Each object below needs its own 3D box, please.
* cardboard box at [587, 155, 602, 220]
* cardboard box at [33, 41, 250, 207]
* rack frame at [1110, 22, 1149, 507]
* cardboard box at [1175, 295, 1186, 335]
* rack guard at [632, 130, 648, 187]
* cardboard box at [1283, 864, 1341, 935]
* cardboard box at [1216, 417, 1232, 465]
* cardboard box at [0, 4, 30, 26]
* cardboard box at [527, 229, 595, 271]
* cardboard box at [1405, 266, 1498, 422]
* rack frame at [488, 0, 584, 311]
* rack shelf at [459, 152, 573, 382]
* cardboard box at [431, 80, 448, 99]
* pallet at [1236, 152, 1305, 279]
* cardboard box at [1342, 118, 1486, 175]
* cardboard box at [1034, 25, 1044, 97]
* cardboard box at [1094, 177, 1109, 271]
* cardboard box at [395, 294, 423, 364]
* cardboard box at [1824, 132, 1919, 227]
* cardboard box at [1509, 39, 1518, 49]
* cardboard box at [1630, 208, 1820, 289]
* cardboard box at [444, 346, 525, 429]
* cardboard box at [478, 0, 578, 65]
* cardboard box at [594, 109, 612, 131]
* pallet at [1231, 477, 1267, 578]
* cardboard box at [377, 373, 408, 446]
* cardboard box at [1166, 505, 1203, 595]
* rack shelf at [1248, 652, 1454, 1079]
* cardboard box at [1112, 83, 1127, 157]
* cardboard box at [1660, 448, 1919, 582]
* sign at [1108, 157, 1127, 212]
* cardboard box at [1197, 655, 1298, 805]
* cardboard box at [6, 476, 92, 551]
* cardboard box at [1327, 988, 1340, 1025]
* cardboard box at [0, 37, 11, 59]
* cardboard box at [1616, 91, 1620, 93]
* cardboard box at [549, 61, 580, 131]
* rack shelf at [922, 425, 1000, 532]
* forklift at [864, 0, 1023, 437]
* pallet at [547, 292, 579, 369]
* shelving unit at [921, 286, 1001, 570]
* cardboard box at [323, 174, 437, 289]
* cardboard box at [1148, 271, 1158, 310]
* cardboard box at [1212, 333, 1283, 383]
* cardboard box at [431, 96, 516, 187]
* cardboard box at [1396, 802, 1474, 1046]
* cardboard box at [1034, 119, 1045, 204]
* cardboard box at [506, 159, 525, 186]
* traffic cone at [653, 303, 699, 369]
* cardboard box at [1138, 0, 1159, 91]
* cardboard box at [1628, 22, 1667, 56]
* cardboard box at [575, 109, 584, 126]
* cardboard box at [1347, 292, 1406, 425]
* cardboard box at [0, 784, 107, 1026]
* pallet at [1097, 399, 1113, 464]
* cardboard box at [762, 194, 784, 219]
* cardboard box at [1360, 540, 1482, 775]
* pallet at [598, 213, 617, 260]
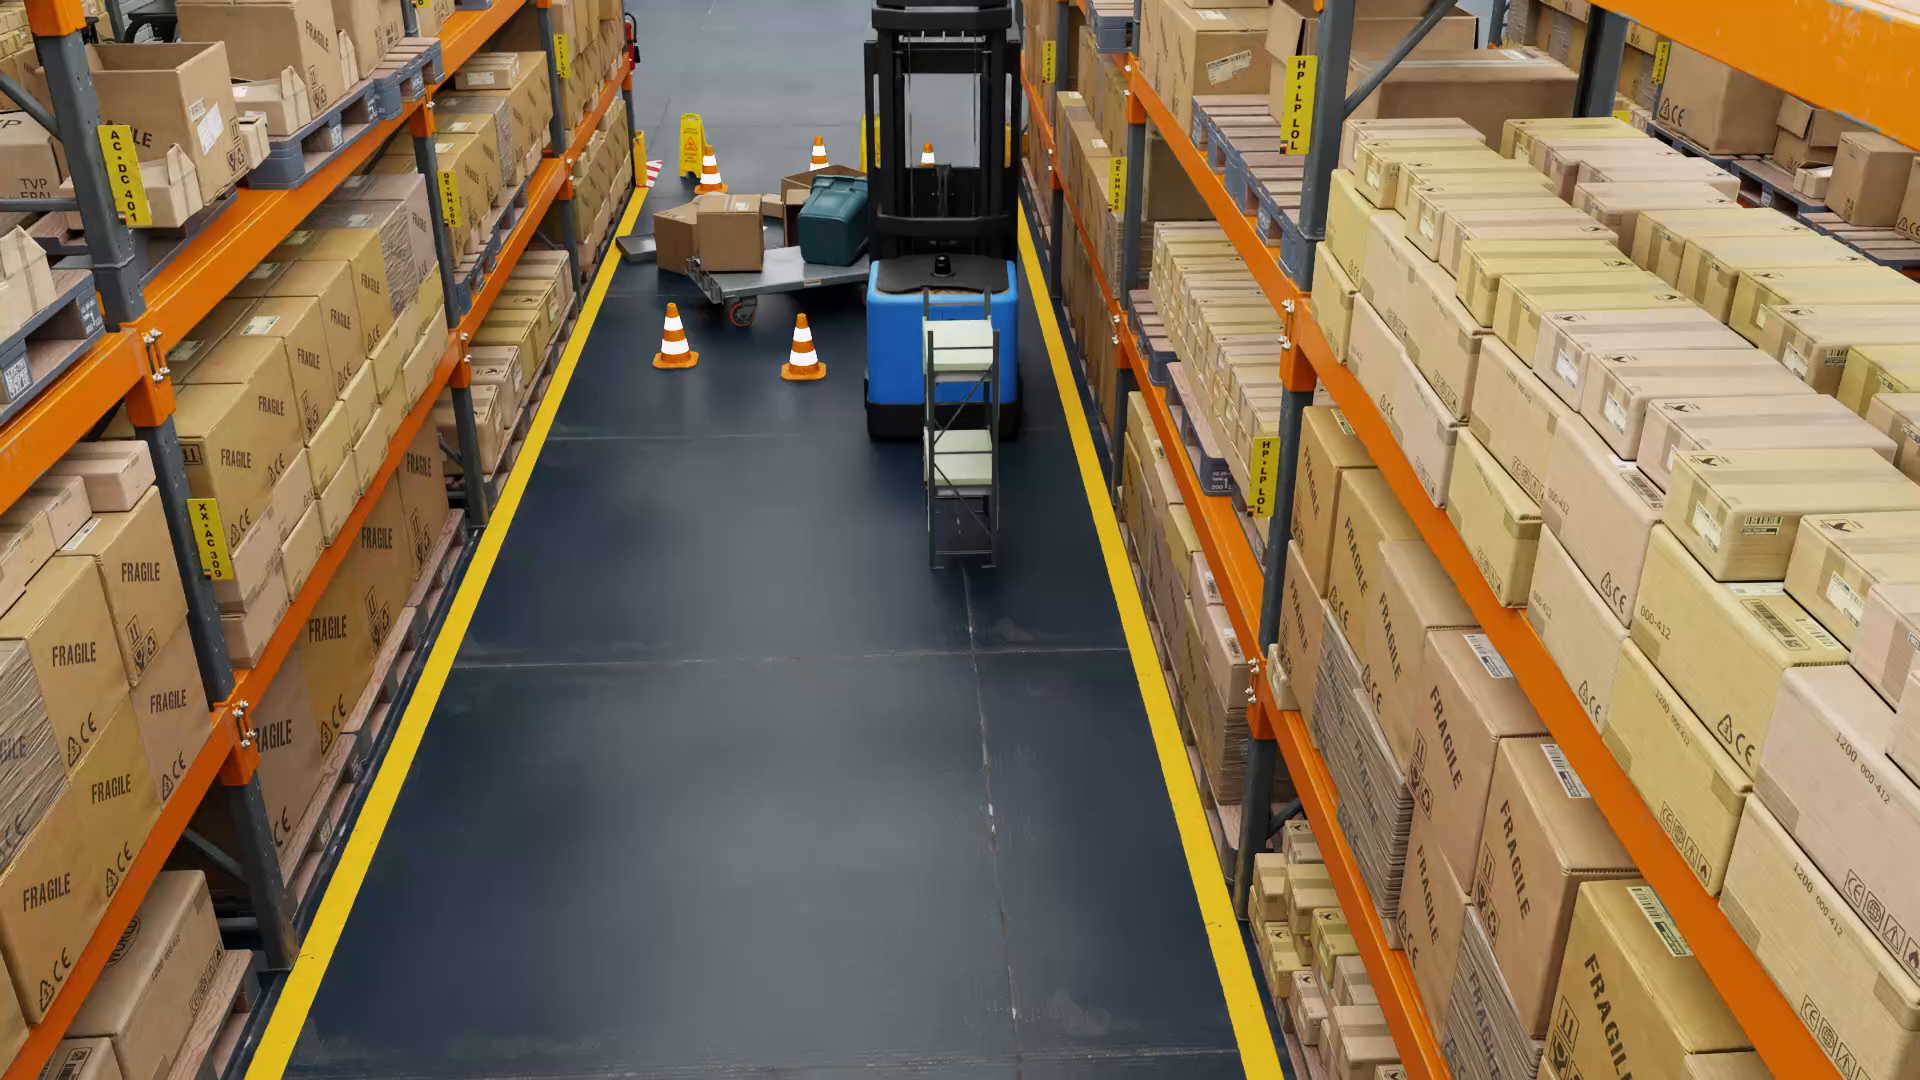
[{"bbox_3d":[-3.471,-3.088,14.635,0.500,0.500,0.500,0,28,-1],"label":"cardboard box"},{"bbox_3d":[-3.009,-1.542,6.157,0.500,0.500,0.500,-2,28,-4],"label":"cardboard box"},{"bbox_3d":[1.477,-1.581,10.038,1.000,3.000,0.127,-1,28,-3],"label":"rack frame"},{"bbox_3d":[1.348,-1.195,8.793,0.380,0.149,0.250,-1,28,-2],"label":"cardboard box"},{"bbox_3d":[-3.875,-3.966,17.313,1.175,0.500,0.348,-1,28,-3],"label":"rack guard"},{"bbox_3d":[1.452,1.373,6.359,0.380,0.149,0.250,0,28,0],"label":"cardboard box"},{"bbox_3d":[1.409,-0.466,7.718,0.380,0.149,0.250,-3,28,-5],"label":"cardboard box"},{"bbox_3d":[-8.440,-4.704,14.895,0.380,0.149,0.250,-1,28,-2],"label":"cardboard box"},{"bbox_3d":[-3.431,-2.508,14.335,0.500,0.250,0.500,-3,28,-5],"label":"cardboard box"},{"bbox_3d":[1.505,-0.528,4.397,0.500,0.250,0.500,-1,28,-2],"label":"cardboard box"},{"bbox_3d":[-3.670,-3.262,13.261,1.000,3.000,0.127,-1,28,-3],"label":"rack frame"},{"bbox_3d":[-3.566,-2.020,11.656,1.077,0.370,4.000,-1,28,-3],"label":"rack shelf"},{"bbox_3d":[-3.893,-2.941,11.762,0.500,0.500,0.500,-2,28,-3],"label":"cardboard box"},{"bbox_3d":[1.760,-1.268,6.397,1.213,0.211,1.003,-1,28,-3],"label":"pallet"},{"bbox_3d":[1.459,-1.256,5.360,0.380,0.149,0.250,-2,28,-4],"label":"cardboard box"},{"bbox_3d":[1.147,-4.413,15.305,0.875,0.550,0.500,-1,28,-3],"label":"cardboard box"},{"bbox_3d":[1.160,-2.057,10.843,0.500,0.500,0.500,-1,28,-3],"label":"cardboard box"},{"bbox_3d":[-3.152,-1.116,8.767,0.500,0.250,0.500,-2,28,-4],"label":"cardboard box"},{"bbox_3d":[6.238,-2.388,11.024,0.700,0.500,0.500,3,28,5],"label":"cardboard box"},{"bbox_3d":[5.788,-4.984,16.834,0.380,0.149,0.250,-1,28,-3],"label":"cardboard box"},{"bbox_3d":[2.037,-0.777,4.442,0.380,0.149,0.250,-2,28,-5],"label":"cardboard box"},{"bbox_3d":[-3.528,-1.038,11.383,0.950,0.372,0.625,-2,28,-4],"label":"cardboard box"},{"bbox_3d":[-3.477,-4.090,13.337,0.700,0.500,0.500,-2,28,-3],"label":"cardboard box"},{"bbox_3d":[-3.469,-3.927,15.543,0.380,0.149,0.250,0,28,0],"label":"cardboard box"},{"bbox_3d":[1.791,-0.005,7.224,1.003,0.211,1.213,-1,28,-3],"label":"pallet"},{"bbox_3d":[-3.123,-0.653,8.420,0.500,0.250,0.500,-2,28,-3],"label":"cardboard box"},{"bbox_3d":[1.339,0.036,8.374,0.500,0.250,0.500,-3,28,-5],"label":"cardboard box"},{"bbox_3d":[1.790,1.509,4.891,1.077,0.370,4.000,-1,28,-3],"label":"rack shelf"},{"bbox_3d":[1.406,-2.747,11.083,0.700,0.500,0.500,-2,28,-3],"label":"cardboard box"},{"bbox_3d":[1.532,-0.049,3.047,0.380,0.149,0.250,-1,28,-2],"label":"cardboard box"},{"bbox_3d":[0.922,-2.080,9.741,0.100,0.325,0.005,-1,28,-3],"label":"sign"},{"bbox_3d":[1.395,0.853,7.621,0.500,0.500,0.500,-2,28,-4],"label":"cardboard box"},{"bbox_3d":[-3.013,-0.084,5.277,0.380,0.149,0.250,-1,28,-1],"label":"cardboard box"},{"bbox_3d":[1.548,1.738,5.980,0.380,0.149,0.250,-3,28,-5],"label":"cardboard box"},{"bbox_3d":[-8.419,-4.218,14.284,0.380,0.149,0.250,-2,28,-4],"label":"cardboard box"},{"bbox_3d":[5.959,-3.946,14.844,0.380,0.149,0.250,-1,28,-3],"label":"cardboard box"},{"bbox_3d":[-3.415,-3.648,13.571,0.500,0.500,0.500,-1,28,-3],"label":"cardboard box"},{"bbox_3d":[0.000,-0.379,10.060,0.431,0.370,0.720,-1,28,-3],"label":"rack shelf"},{"bbox_3d":[-0.124,-2.649,12.159,1.130,2.935,3.031,0,28,0],"label":"forklift"},{"bbox_3d":[-3.628,-1.666,13.216,1.003,0.211,1.213,-1,28,-3],"label":"pallet"},{"bbox_3d":[0.000,-0.668,9.909,0.431,1.500,0.755,-1,28,-3],"label":"shelving unit"},{"bbox_3d":[-3.173,-1.670,9.019,0.500,0.500,0.500,-2,28,-4],"label":"cardboard box"},{"bbox_3d":[1.298,-1.444,9.593,0.380,0.149,0.250,-2,28,-3],"label":"cardboard box"},{"bbox_3d":[1.402,-0.855,7.820,0.380,0.149,0.250,-3,28,-5],"label":"cardboard box"},{"bbox_3d":[-3.341,-2.707,11.313,0.500,0.500,0.500,-2,28,-5],"label":"cardboard box"},{"bbox_3d":[1.540,1.033,4.595,0.500,0.500,0.500,0,28,0],"label":"cardboard box"},{"bbox_3d":[1.208,-3.802,16.139,0.875,0.875,0.875,-2,28,-3],"label":"cardboard box"},{"bbox_3d":[-3.329,-2.634,11.875,0.380,0.149,0.250,-1,28,-3],"label":"cardboard box"},{"bbox_3d":[-2.207,-1.598,12.814,0.336,0.463,0.334,-1,28,-3],"label":"traffic cone"},{"bbox_3d":[1.241,-2.685,8.803,0.500,0.500,0.500,-1,28,-3],"label":"cardboard box"},{"bbox_3d":[5.928,-4.322,13.782,0.500,0.500,0.500,-1,28,-3],"label":"cardboard box"},{"bbox_3d":[-3.454,-3.656,14.288,0.380,0.149,0.250,-1,28,-1],"label":"cardboard box"},{"bbox_3d":[1.481,-0.546,4.972,0.500,0.250,0.500,-2,28,-3],"label":"cardboard box"},{"bbox_3d":[-2.900,1.065,4.856,0.500,0.500,0.500,-2,28,-3],"label":"cardboard box"},{"bbox_3d":[1.511,-0.711,11.384,1.003,0.211,1.213,-1,28,-3],"label":"pallet"},{"bbox_3d":[-1.794,-3.289,16.396,0.380,0.149,0.250,13,30,24],"label":"cardboard box"},{"bbox_3d":[1.503,0.333,4.856,0.500,0.500,0.500,-1,28,-2],"label":"cardboard box"},{"bbox_3d":[-3.807,-2.900,15.582,1.003,0.211,1.213,-1,28,-3],"label":"pallet"}]
